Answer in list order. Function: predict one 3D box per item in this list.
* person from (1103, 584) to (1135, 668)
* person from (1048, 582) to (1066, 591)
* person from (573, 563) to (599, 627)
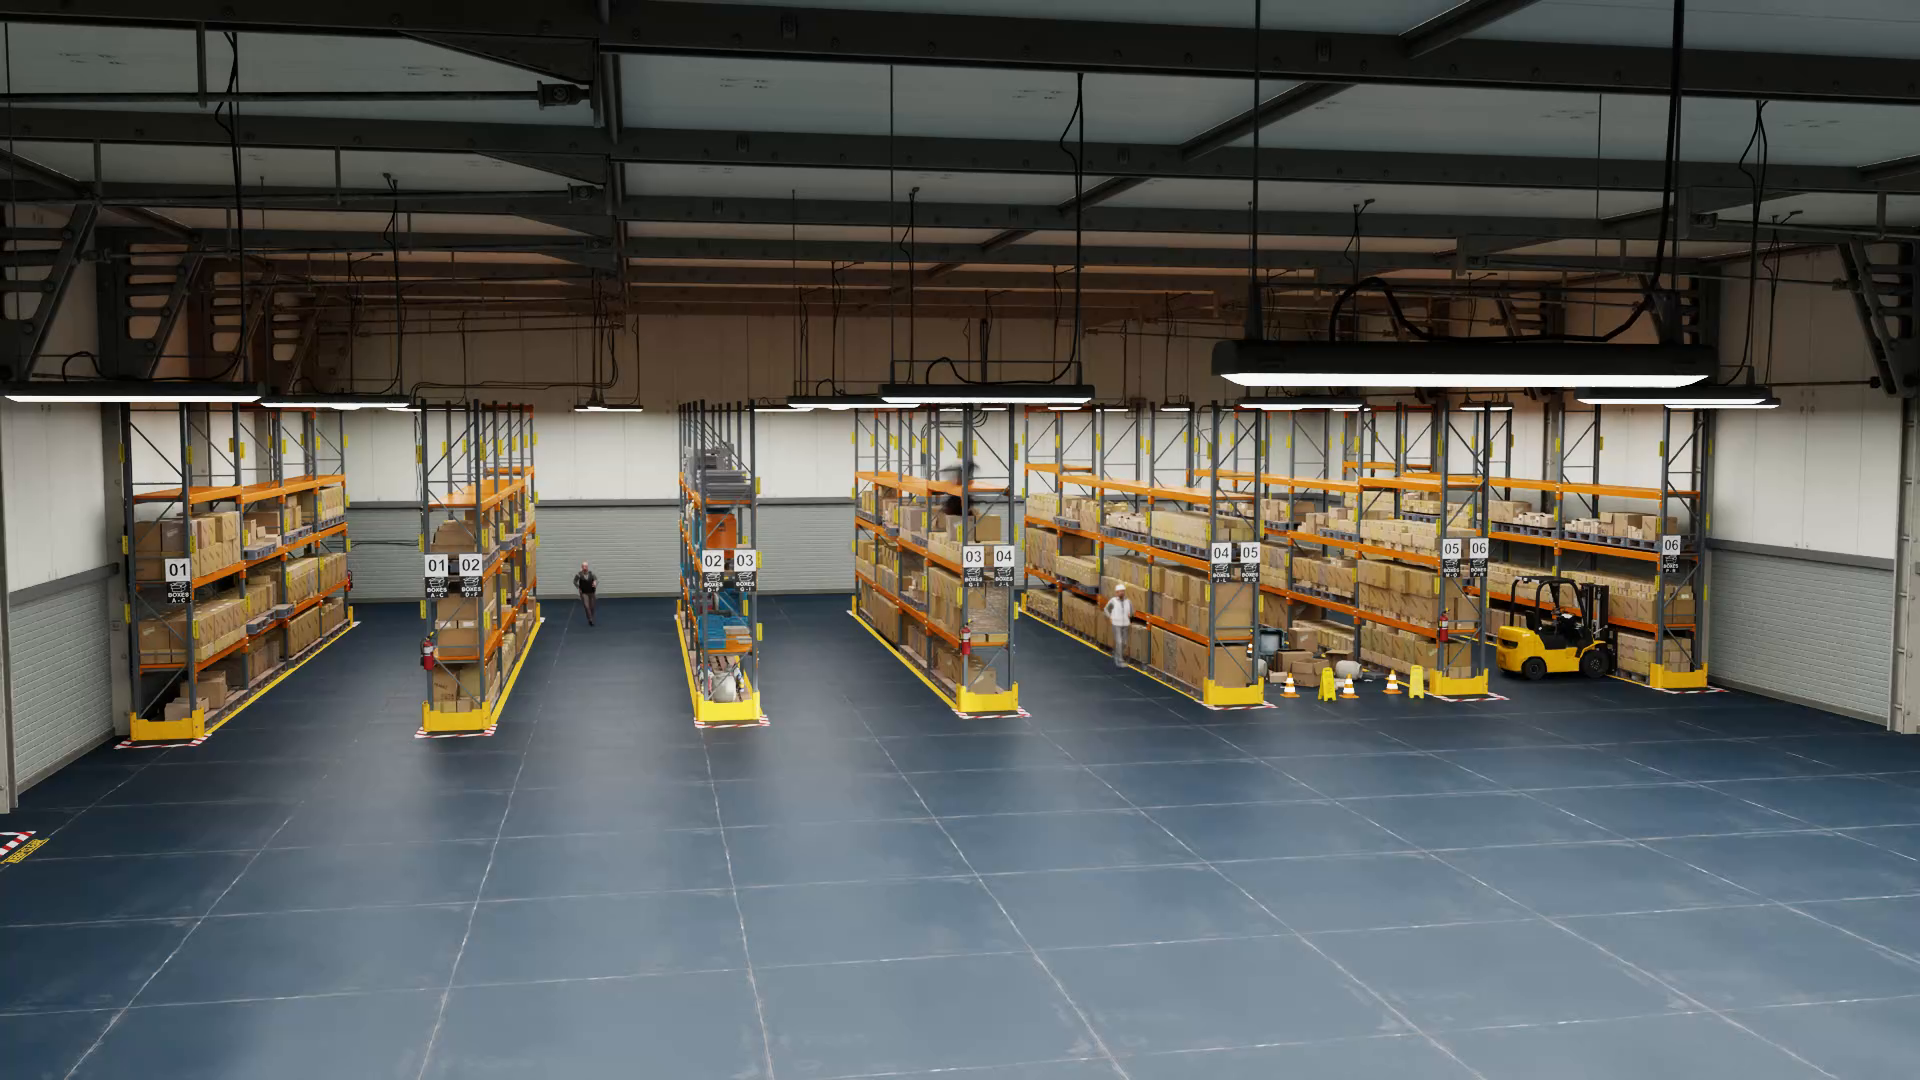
[{"bbox_3d":[3.469,1.858,35.910,0.676,1.812,0.753,-1,5,-18],"label":"person"},{"bbox_3d":[2.949,1.168,49.961,0.651,1.651,0.659,2,5,29],"label":"person"},{"bbox_3d":[-10.157,1.468,45.218,0.671,1.725,0.845,-2,5,-23],"label":"person"}]
